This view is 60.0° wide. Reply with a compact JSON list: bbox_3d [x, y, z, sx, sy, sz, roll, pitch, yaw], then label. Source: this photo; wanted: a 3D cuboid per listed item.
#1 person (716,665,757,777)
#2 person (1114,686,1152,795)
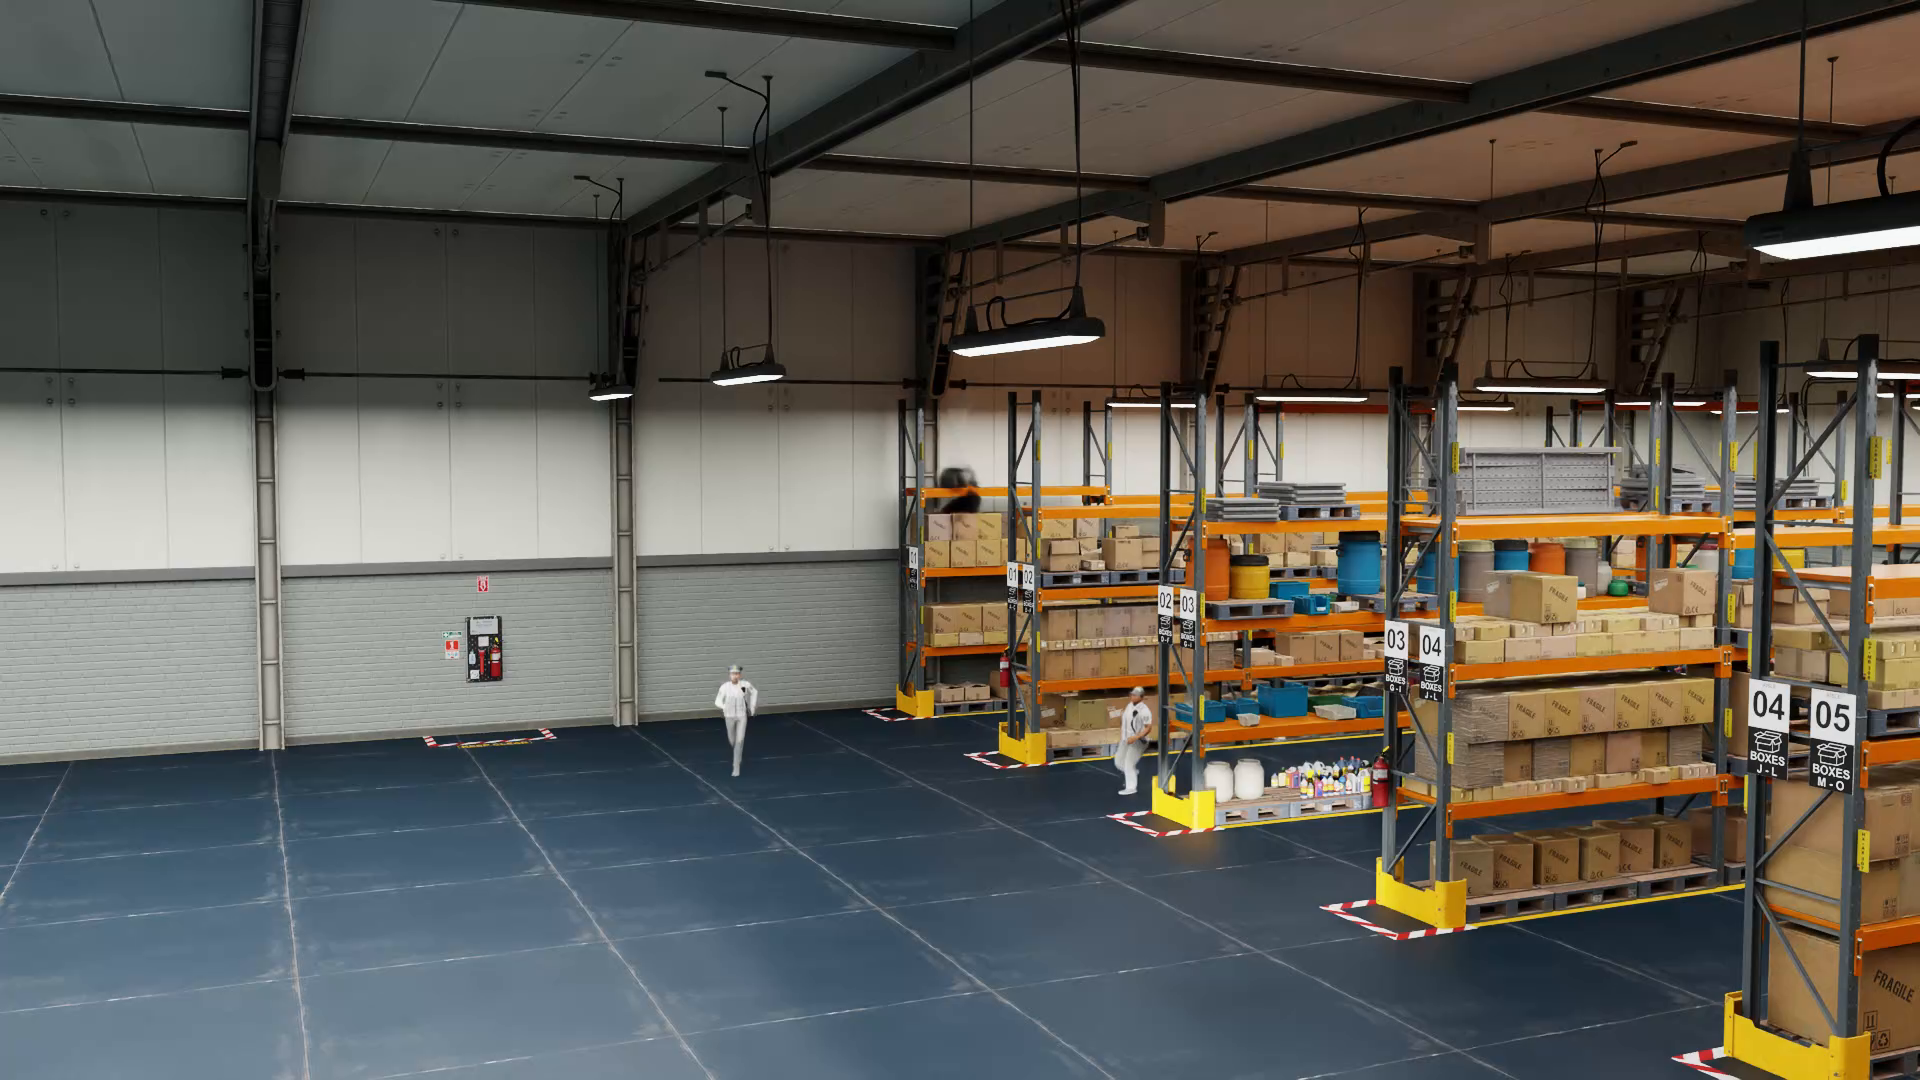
[{"bbox_3d":[-3.509,2.810,26.124,0.647,1.738,0.895,0,3,-6],"label":"person"},{"bbox_3d":[2.566,2.938,24.359,0.521,1.615,0.670,-2,4,-36],"label":"person"}]
